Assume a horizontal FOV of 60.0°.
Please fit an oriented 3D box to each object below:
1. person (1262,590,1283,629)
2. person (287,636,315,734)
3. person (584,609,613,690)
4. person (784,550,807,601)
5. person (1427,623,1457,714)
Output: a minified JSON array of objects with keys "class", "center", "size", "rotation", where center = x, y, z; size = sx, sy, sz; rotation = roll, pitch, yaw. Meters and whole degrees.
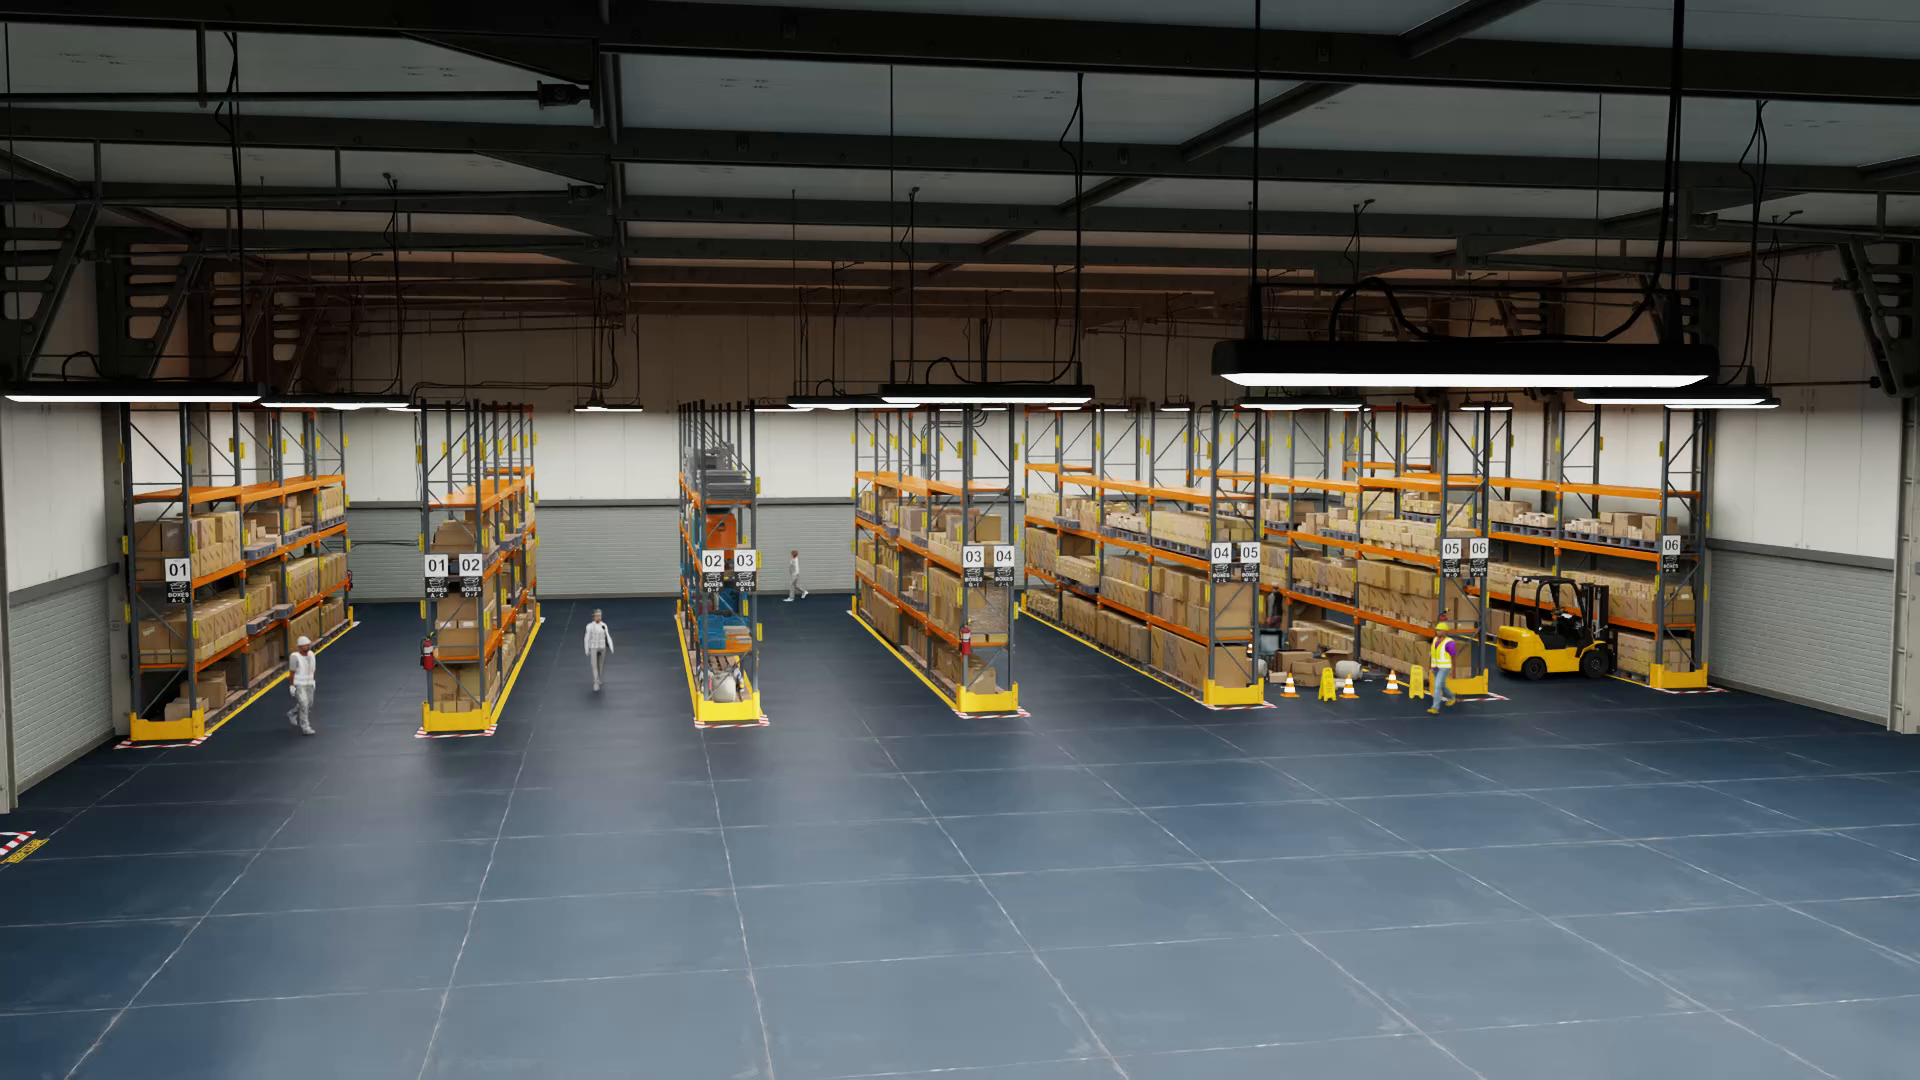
[{"class":"person","center":[7.519,1.959,39.869],"size":[0.569,1.543,0.397],"rotation":[-4,6,-43]},{"class":"person","center":[-11.857,2.588,29.895],"size":[0.916,1.754,0.560],"rotation":[2,5,30]},{"class":"person","center":[-7.543,2.257,34.721],"size":[0.556,1.620,1.007],"rotation":[-2,5,-24]},{"class":"person","center":[-5.035,1.084,51.046],"size":[0.743,1.580,0.450],"rotation":[-2,5,-21]},{"class":"person","center":[9.277,2.447,31.932],"size":[1.019,1.728,0.573],"rotation":[-3,5,-34]}]
